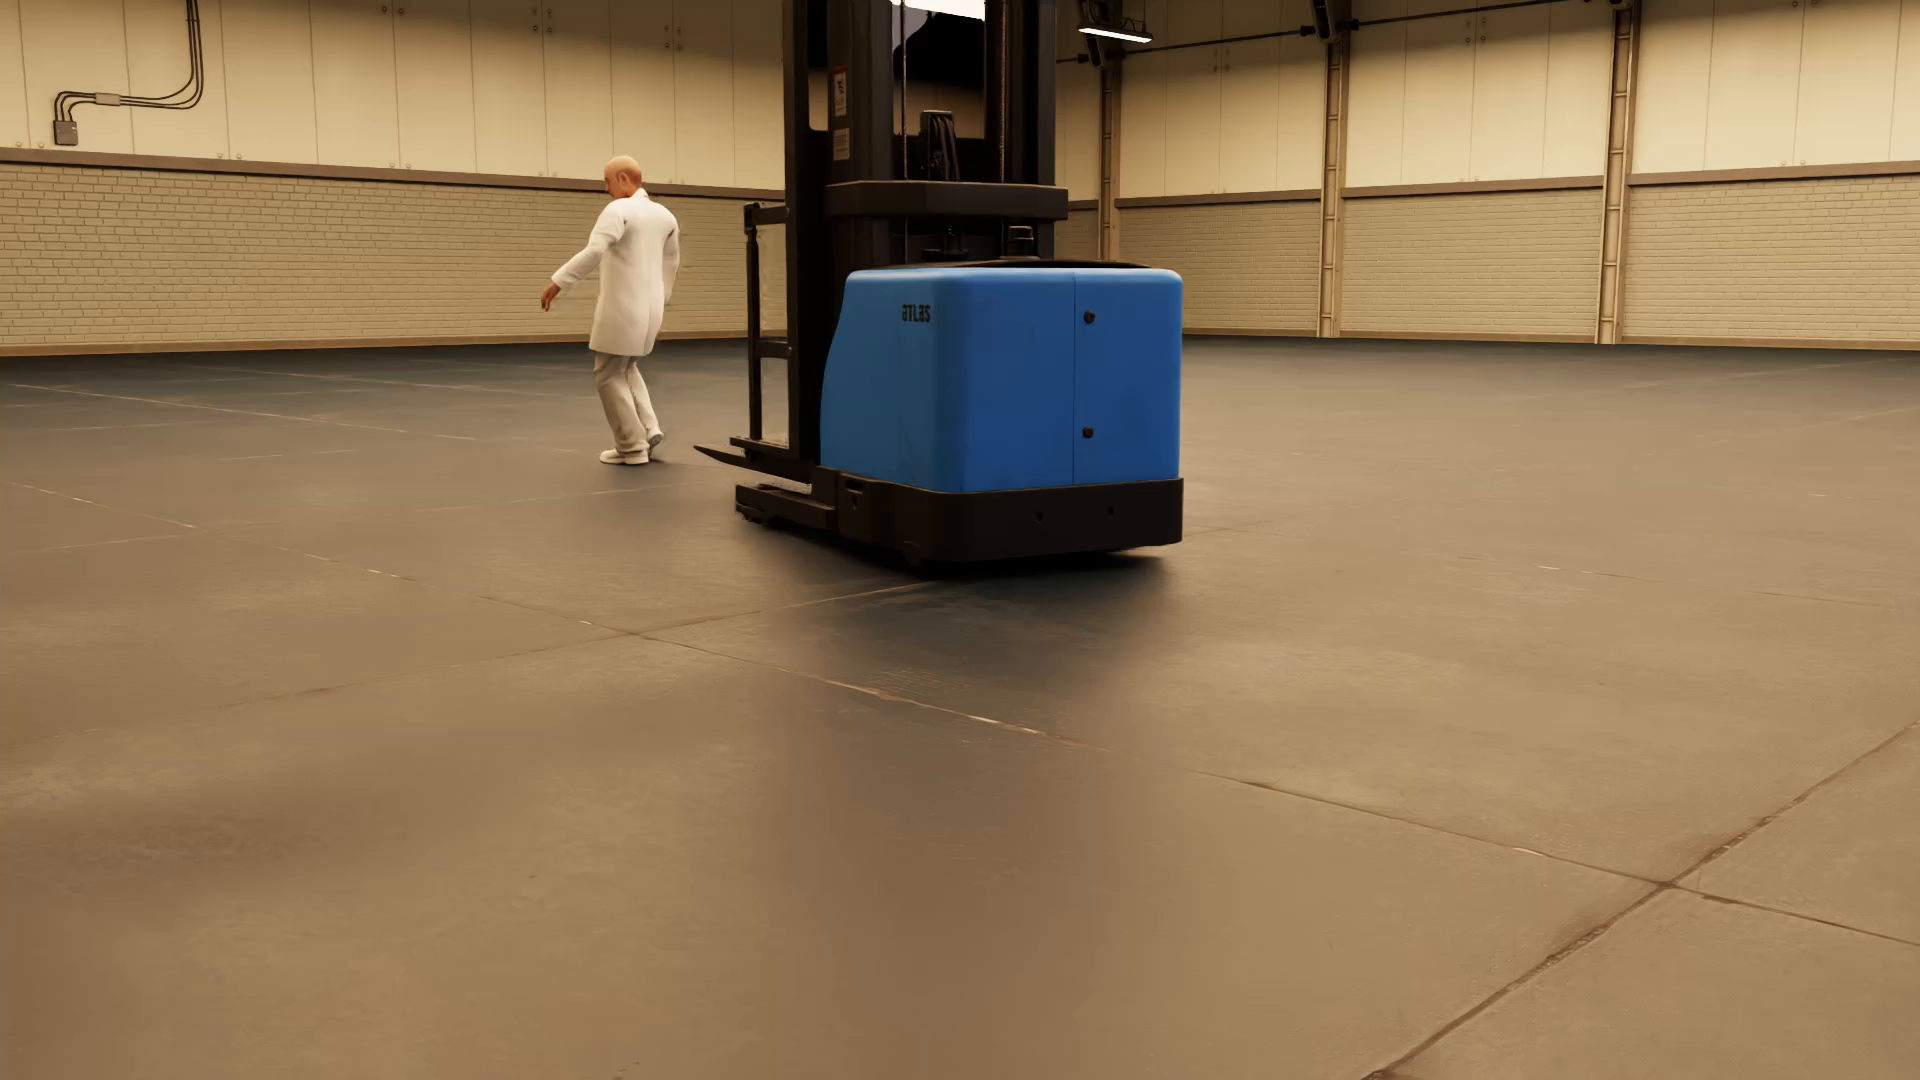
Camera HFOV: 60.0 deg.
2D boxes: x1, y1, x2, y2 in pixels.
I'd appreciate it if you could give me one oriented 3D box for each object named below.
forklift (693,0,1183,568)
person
[{"bbox_3d":[-0.322,-1.530,7.038,1.130,2.935,3.031,-5,10,-28],"label":"forklift"},{"bbox_3d":[-1.960,-1.295,9.572,0.486,1.791,0.917,5,10,32],"label":"person"}]
